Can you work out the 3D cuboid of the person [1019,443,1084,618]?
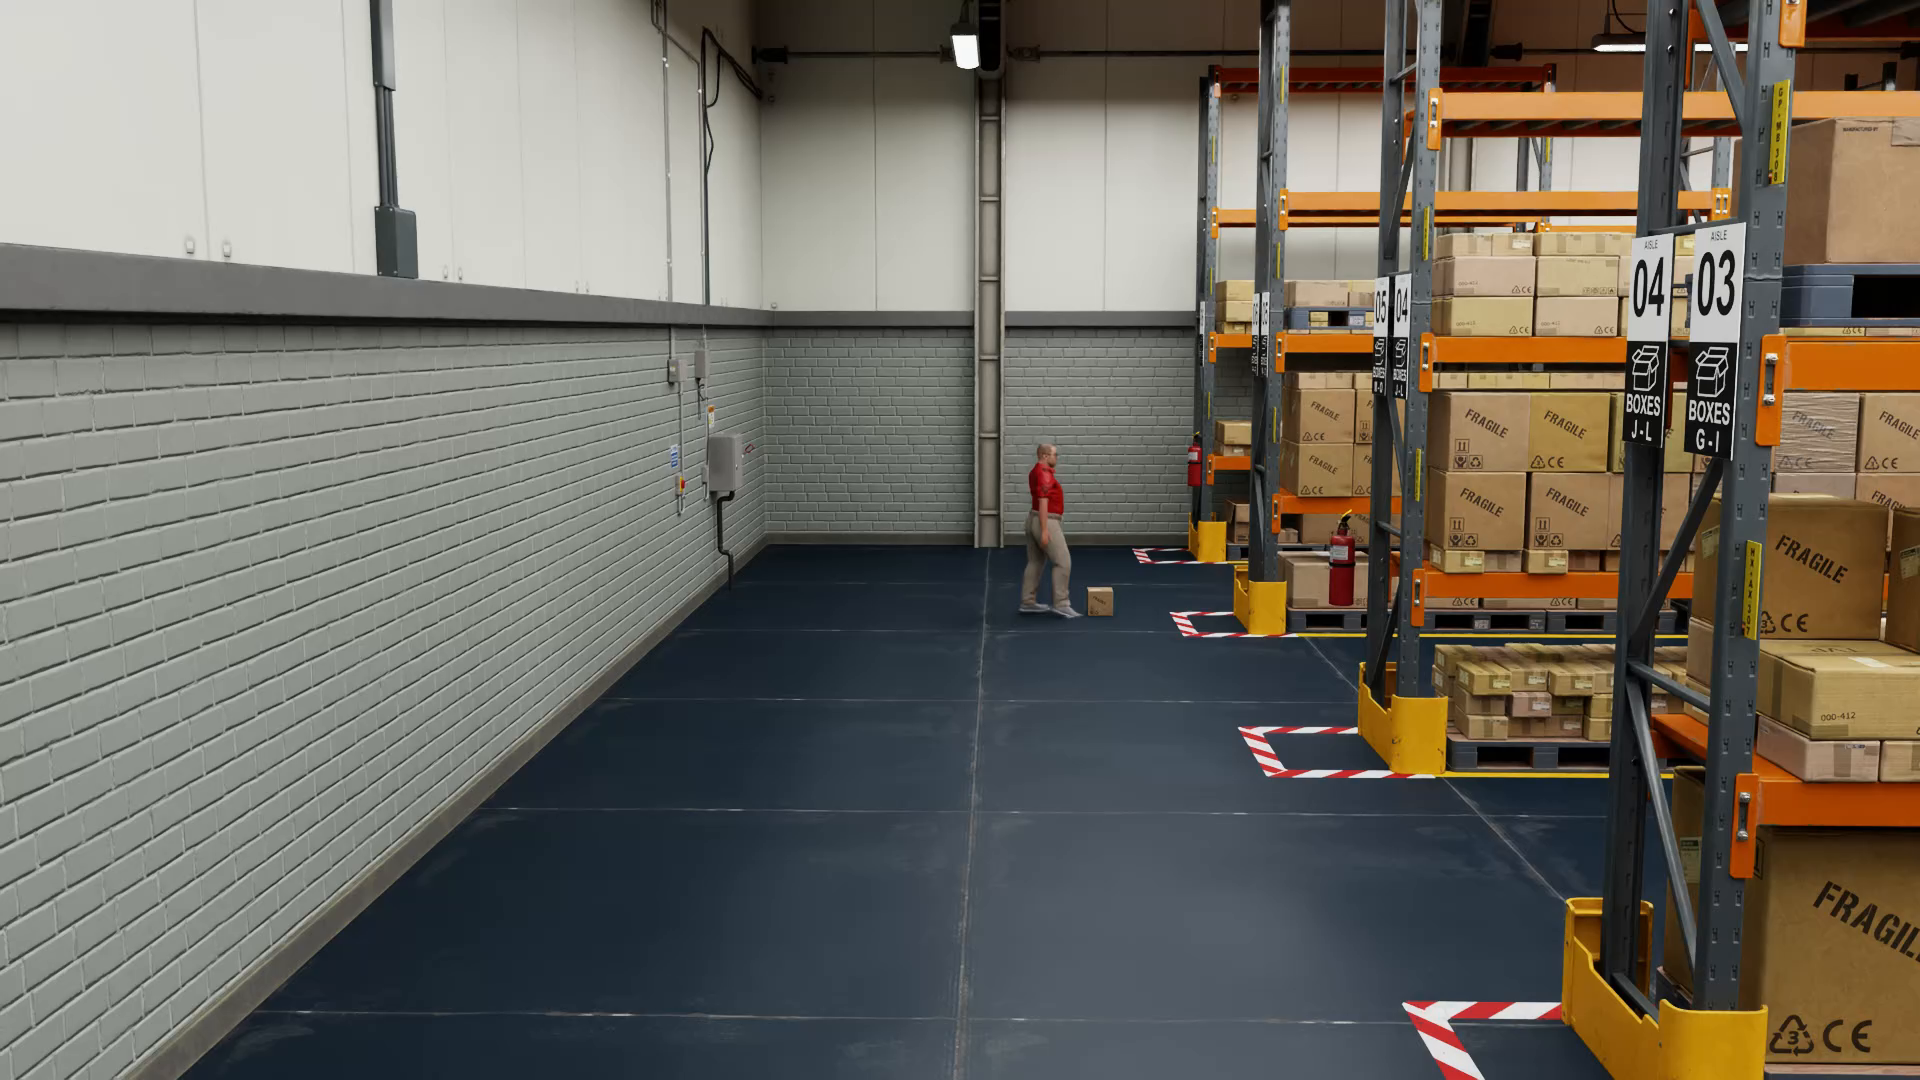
[{"bbox_3d":[0.910,-0.094,16.663,0.561,1.767,0.587,-2,7,-17],"label":"person"}]
